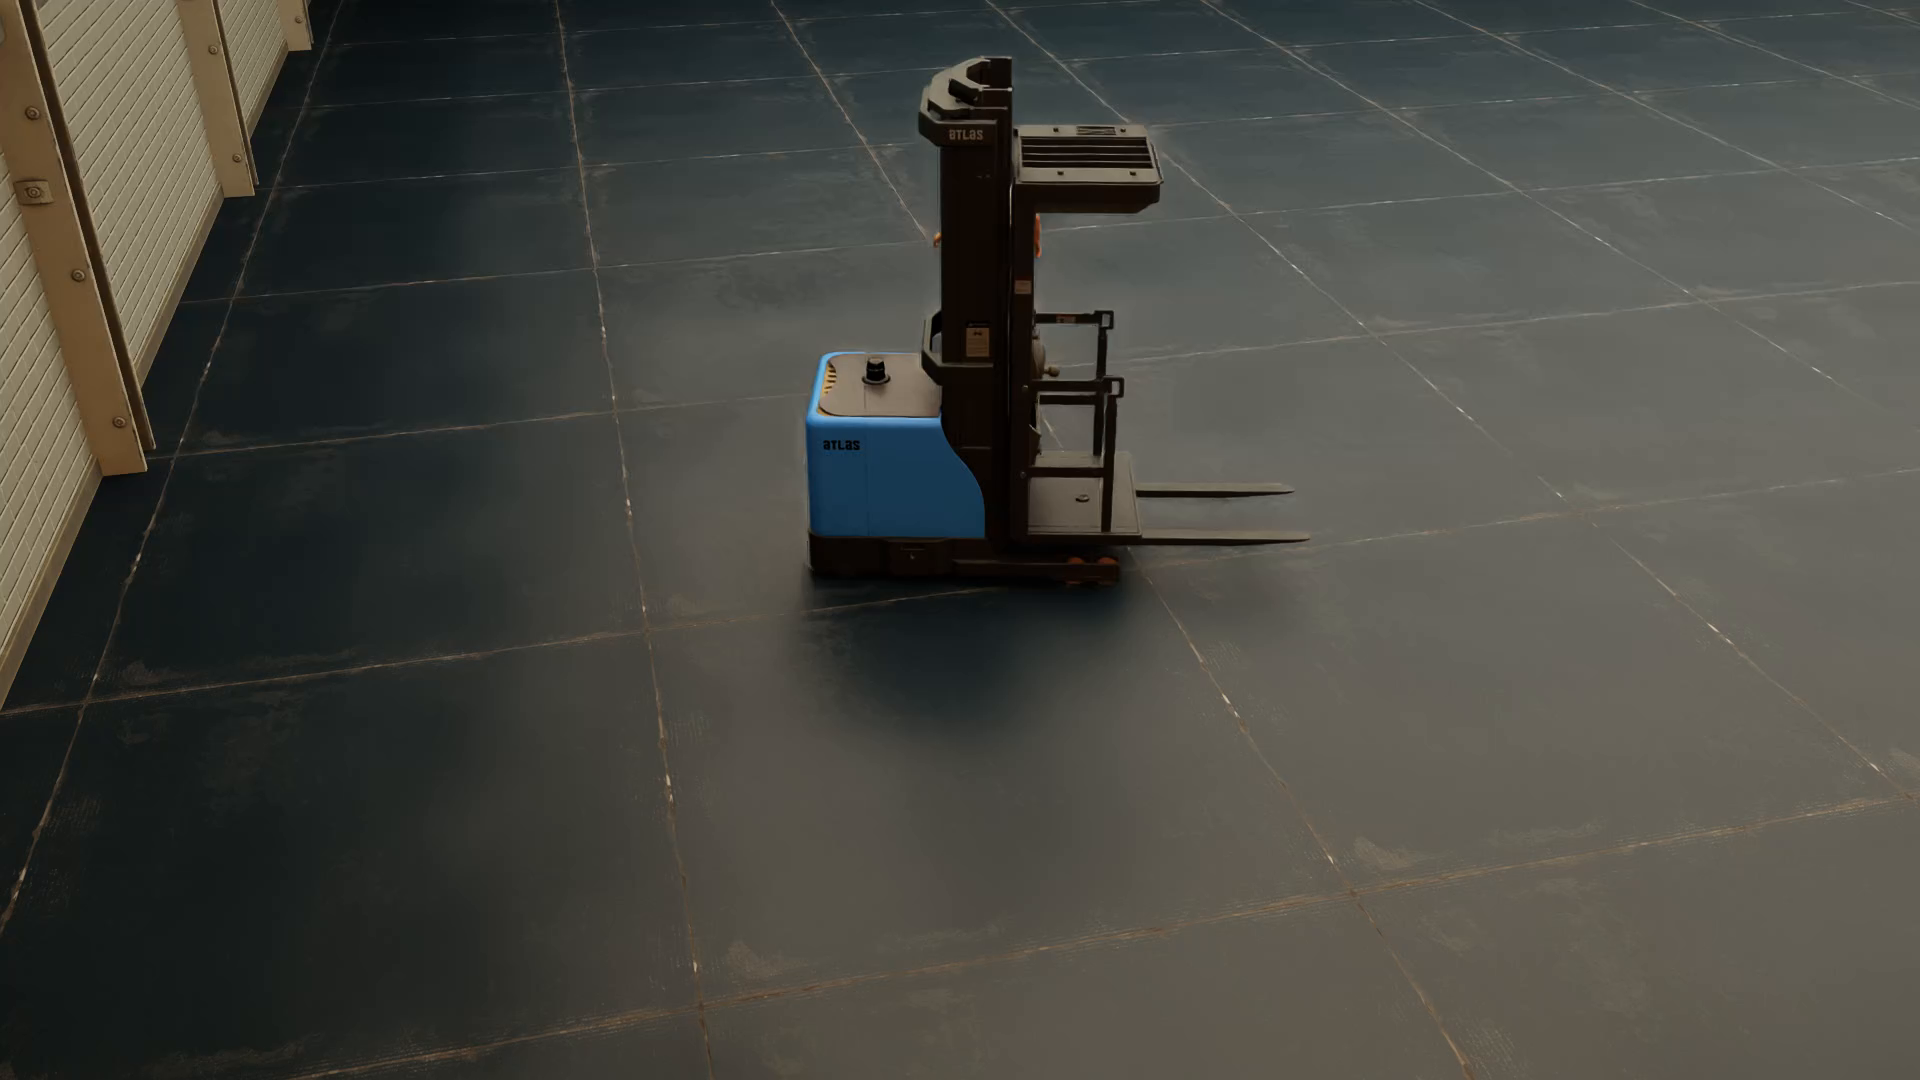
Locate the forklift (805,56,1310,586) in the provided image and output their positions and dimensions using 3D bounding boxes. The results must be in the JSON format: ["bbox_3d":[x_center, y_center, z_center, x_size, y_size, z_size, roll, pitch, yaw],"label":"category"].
[{"bbox_3d":[0.610,-1.263,9.757,3.031,2.935,1.130,1,30,1],"label":"forklift"}]

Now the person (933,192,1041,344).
[{"bbox_3d":[0.250,-2.147,12.626,0.843,1.685,0.488,-10,32,-17],"label":"person"}]
